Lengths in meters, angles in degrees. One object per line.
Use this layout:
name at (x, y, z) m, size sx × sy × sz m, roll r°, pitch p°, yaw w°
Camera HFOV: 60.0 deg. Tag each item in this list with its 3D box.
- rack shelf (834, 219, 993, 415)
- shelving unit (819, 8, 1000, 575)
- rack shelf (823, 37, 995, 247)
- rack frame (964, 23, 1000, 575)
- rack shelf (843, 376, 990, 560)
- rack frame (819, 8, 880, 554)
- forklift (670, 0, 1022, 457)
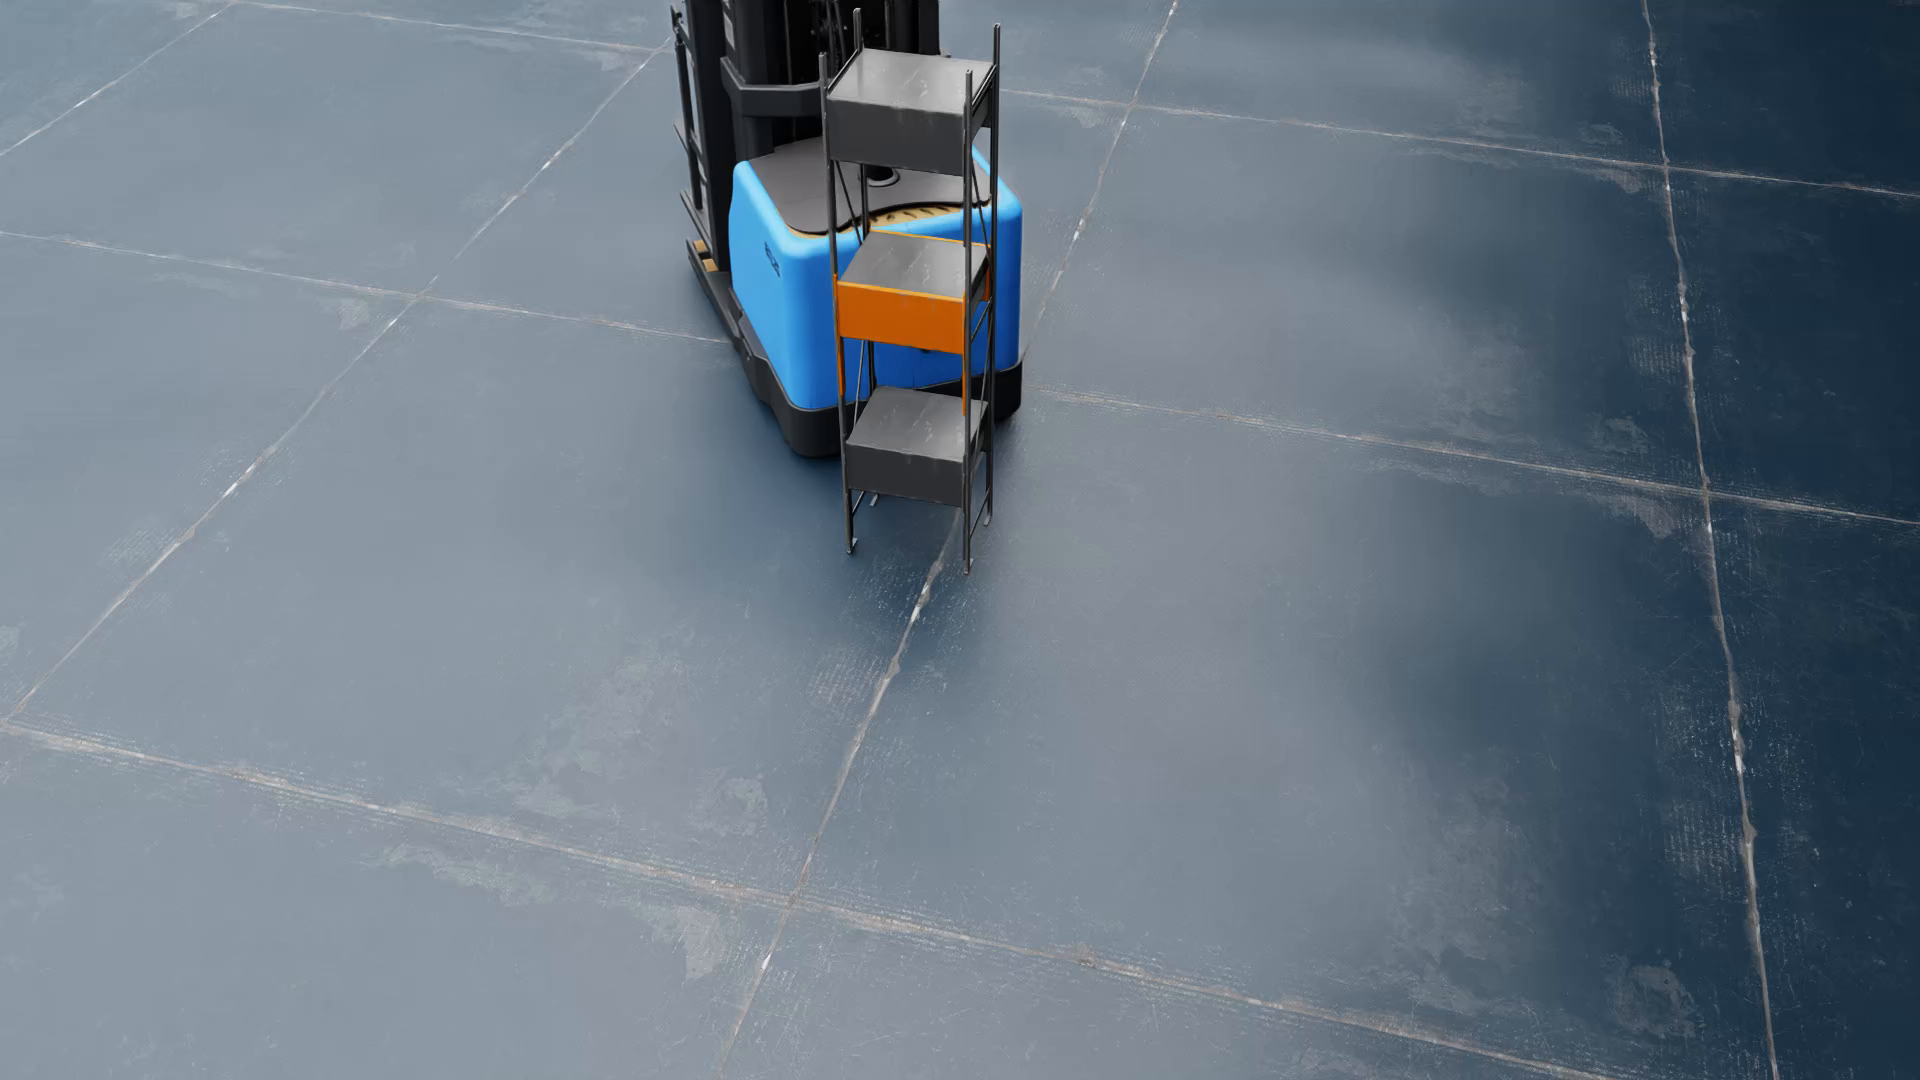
rack shelf at (-0.160, -0.821, 6.116) m, size 0.480 × 0.518 × 0.431 m, roll 10°, pitch 41°, yaw 11°
shelving unit at (-0.160, -0.832, 6.107) m, size 0.503 × 2.100 × 0.431 m, roll 10°, pitch 41°, yaw 11°
rack shelf at (-0.160, -1.357, 5.666) m, size 0.480 × 0.518 × 0.431 m, roll 10°, pitch 41°, yaw 11°
rack frame at (0.076, -0.791, 6.059) m, size 0.015 × 2.100 × 0.400 m, roll 10°, pitch 41°, yaw 11°
rack shelf at (-0.160, -0.285, 6.566) m, size 0.480 × 0.518 × 0.431 m, roll 10°, pitch 41°, yaw 11°
rack frame at (-0.396, -0.872, 6.156) m, size 0.015 × 2.100 × 0.400 m, roll 10°, pitch 41°, yaw 11°
forklift at (-0.722, -2.429, 7.363) m, size 1.130 × 2.935 × 3.031 m, roll -14°, pitch 42°, yaw -16°
